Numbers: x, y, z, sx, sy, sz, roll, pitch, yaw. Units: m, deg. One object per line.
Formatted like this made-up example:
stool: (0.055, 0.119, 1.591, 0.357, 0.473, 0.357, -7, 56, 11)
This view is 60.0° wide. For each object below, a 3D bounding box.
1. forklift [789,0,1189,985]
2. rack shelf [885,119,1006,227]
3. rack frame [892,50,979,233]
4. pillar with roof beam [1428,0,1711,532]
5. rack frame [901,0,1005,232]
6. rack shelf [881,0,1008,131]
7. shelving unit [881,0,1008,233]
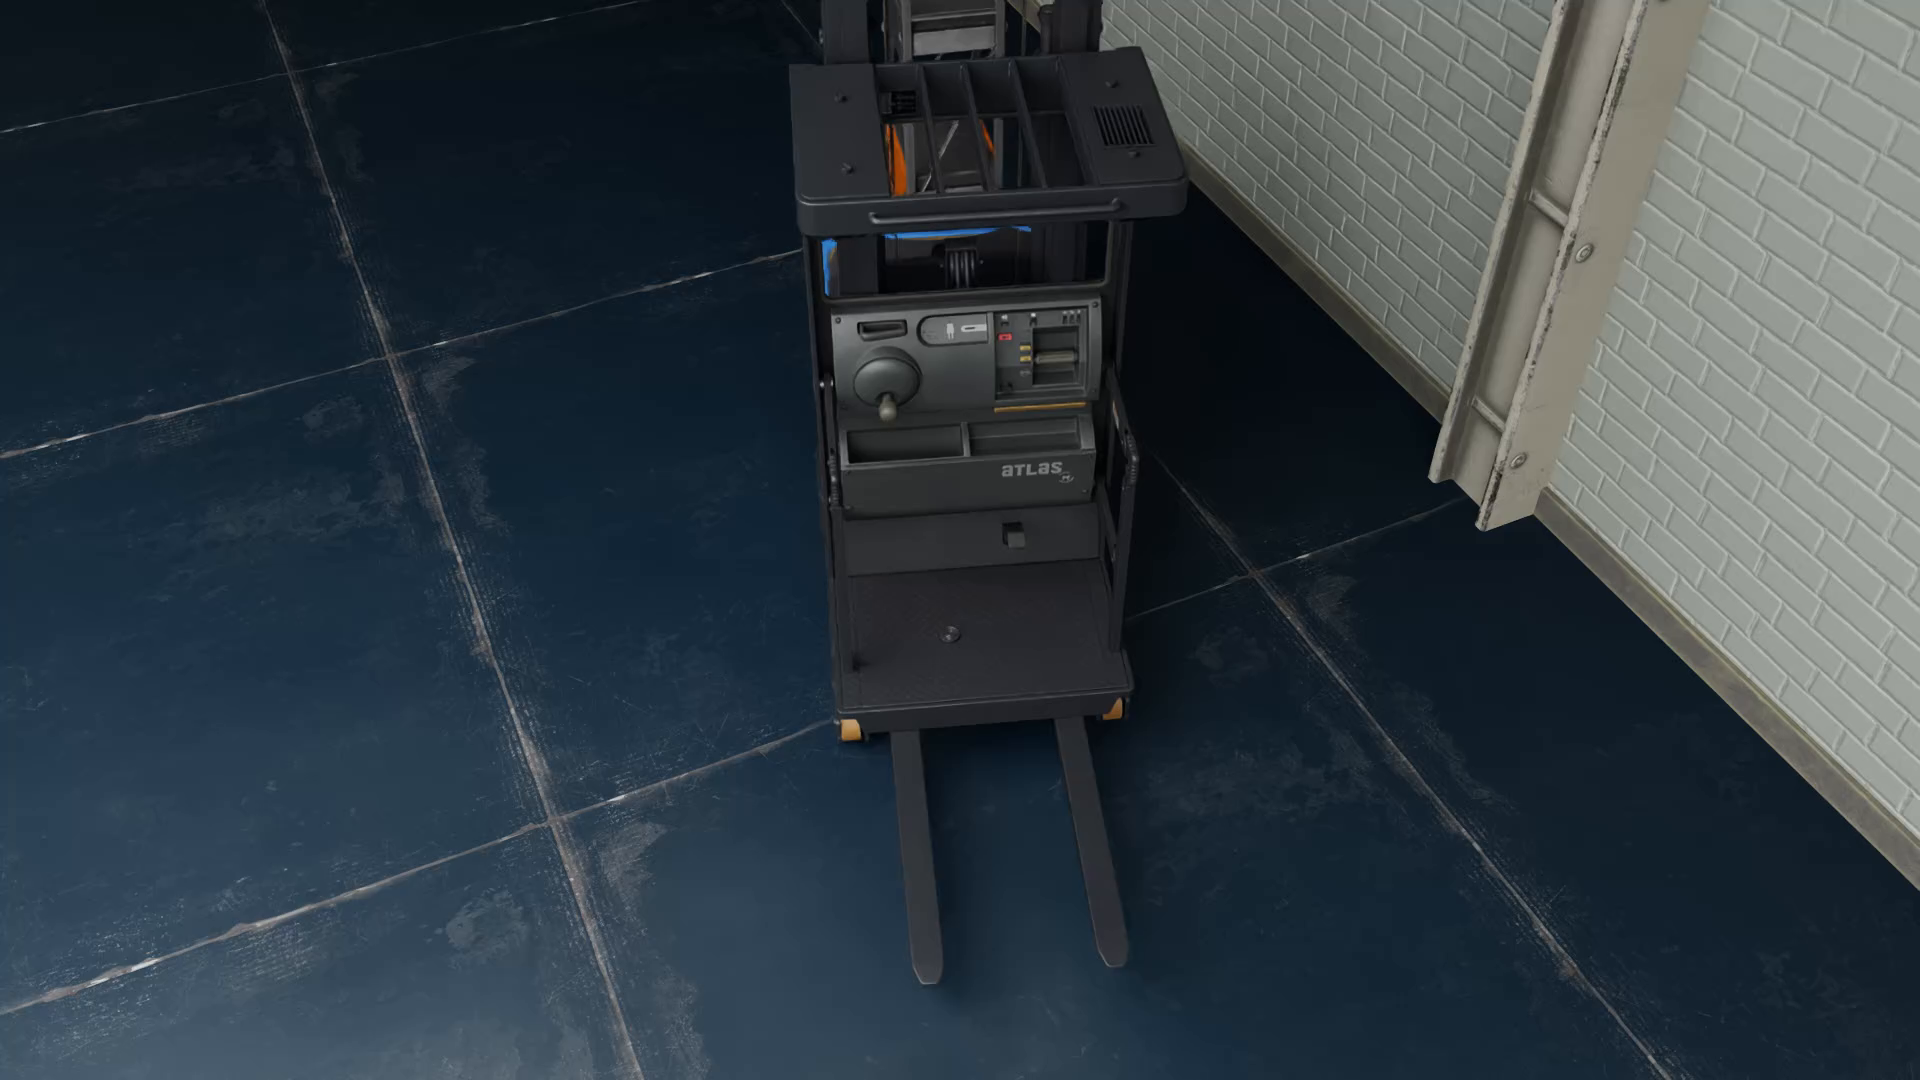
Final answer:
forklift: (0.052, -0.536, 5.575, 1.130, 2.935, 3.031, -4, 45, -4)
rack shelf: (-0.066, -1.509, 7.165, 0.431, 0.518, 0.480, -8, 44, -8)
rack frame: (-0.112, -1.684, 7.330, 0.400, 2.100, 0.015, -8, 44, -8)
pillar with roof beam: (-1.603, -2.138, 2.878, 9.100, 9.000, 0.400, -18, 47, -17)
rack frame: (-0.020, -1.354, 6.982, 0.400, 2.100, 0.015, -8, 44, -8)
rack shelf: (-0.069, -2.016, 6.683, 0.431, 0.518, 0.480, -8, 44, -8)
shelving unit: (-0.066, -1.519, 7.156, 0.431, 2.100, 0.503, -8, 44, -8)
